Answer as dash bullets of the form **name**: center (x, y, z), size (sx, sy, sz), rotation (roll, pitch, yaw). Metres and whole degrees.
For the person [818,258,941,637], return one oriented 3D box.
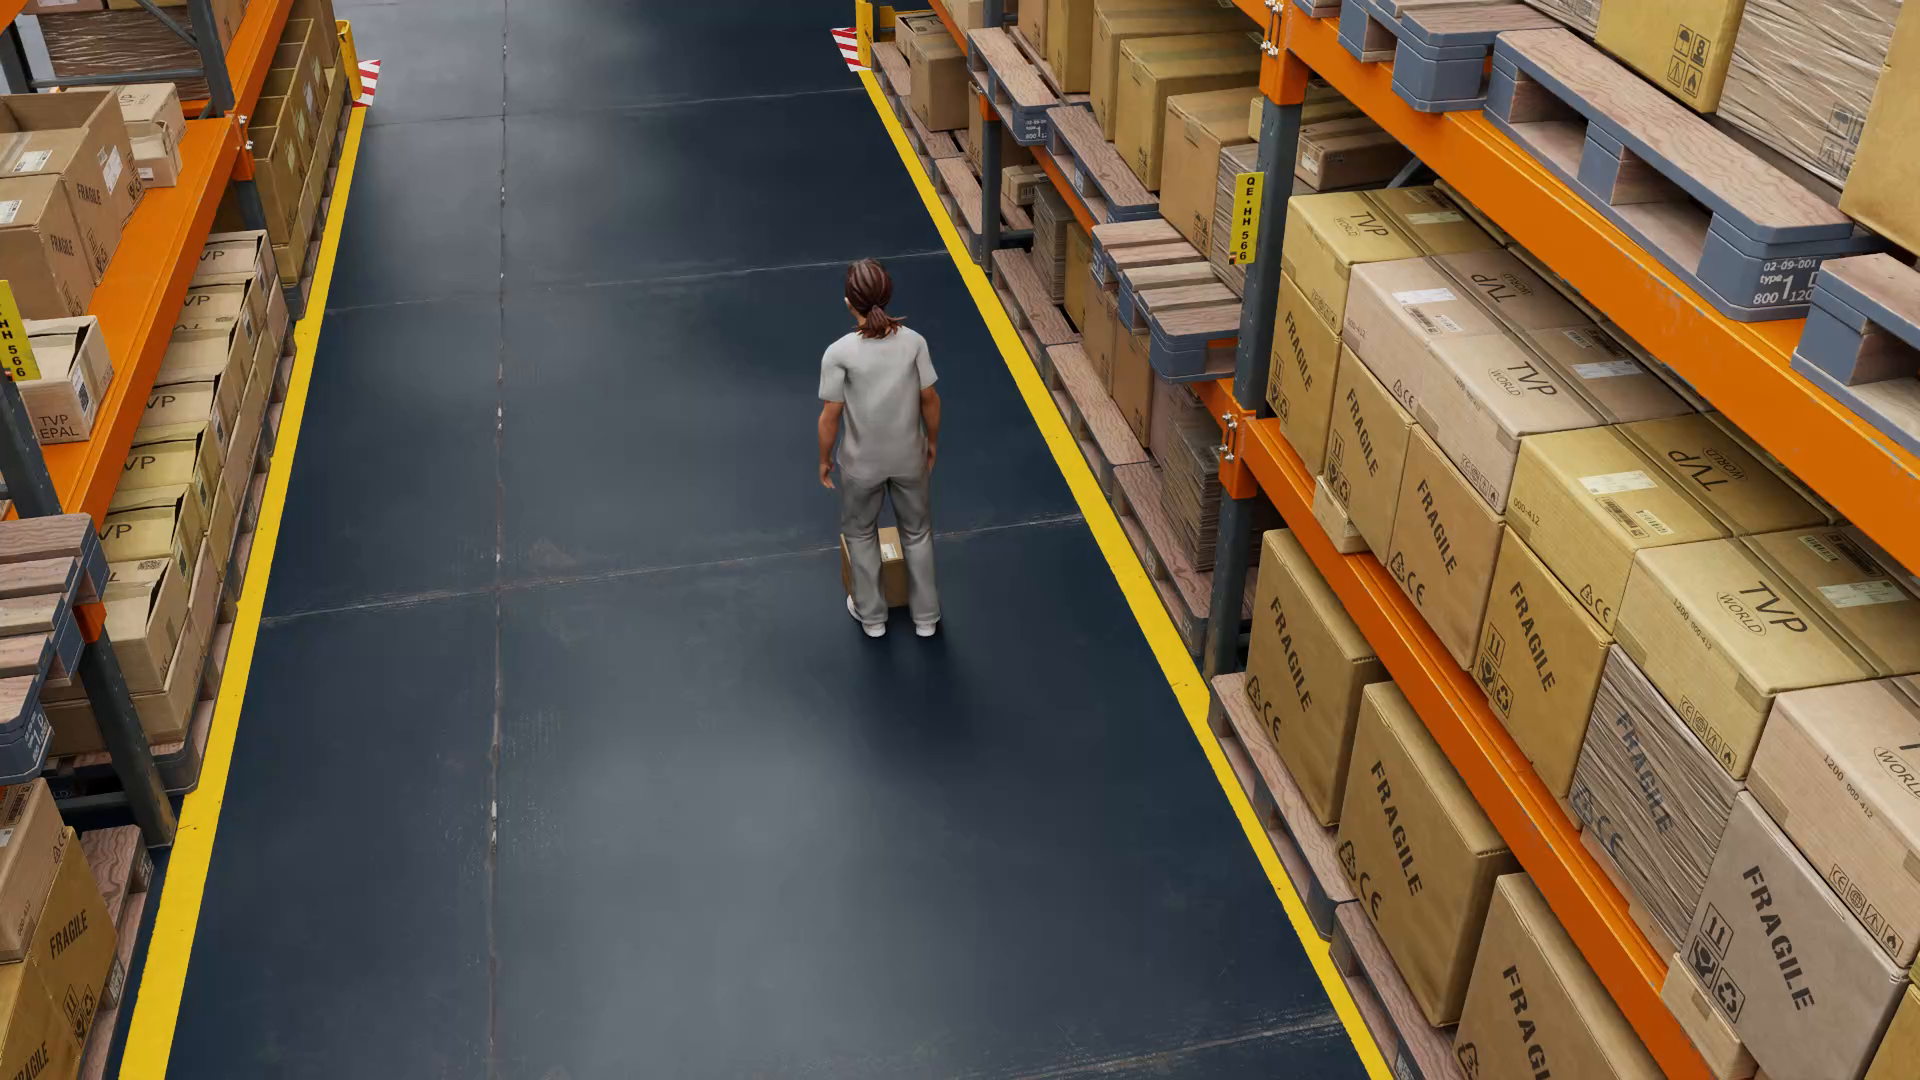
- **person**: center (-0.317, -0.338, 6.636), size (0.513, 1.673, 0.408), rotation (-9, 36, -13)
